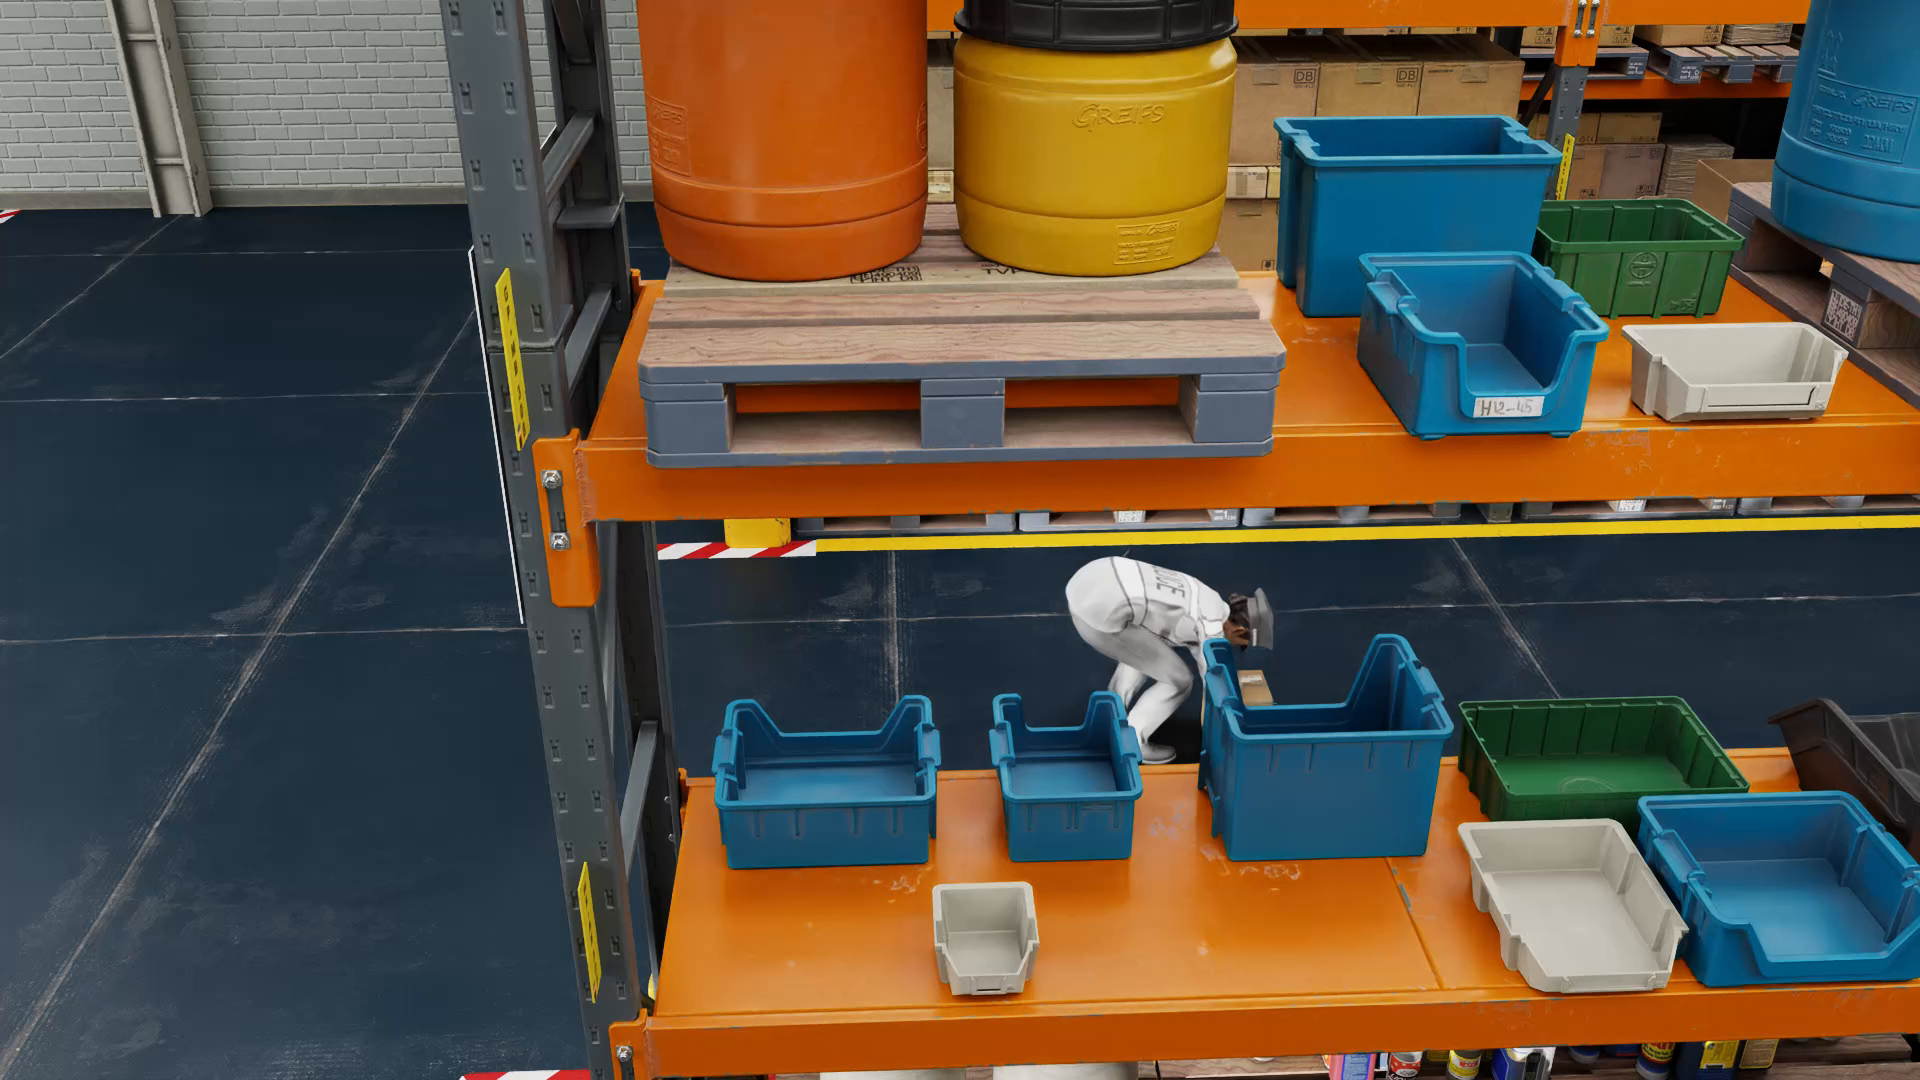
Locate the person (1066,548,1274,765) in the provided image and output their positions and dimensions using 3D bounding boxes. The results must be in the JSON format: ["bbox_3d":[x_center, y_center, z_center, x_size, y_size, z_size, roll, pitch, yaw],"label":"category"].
[{"bbox_3d":[0.879,0.491,7.019,0.880,0.889,0.455,-3,28,-5],"label":"person"}]
